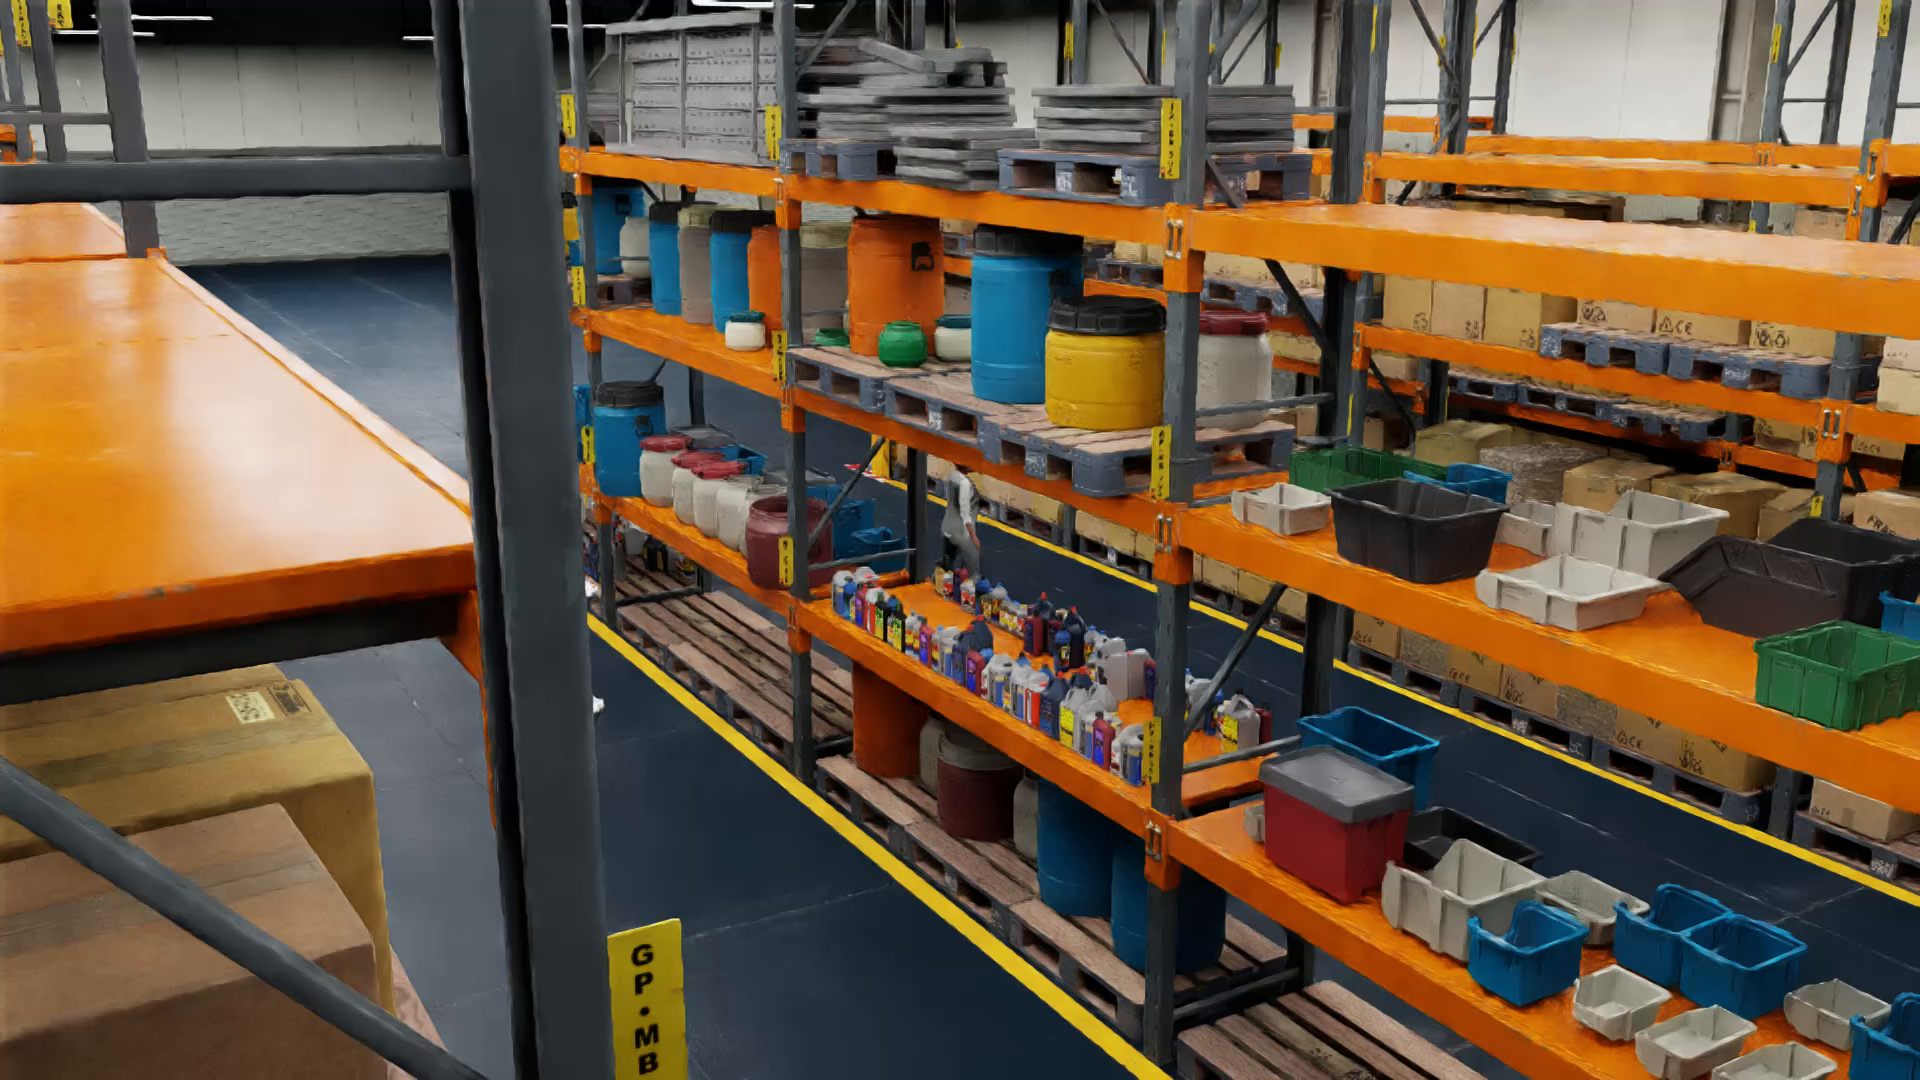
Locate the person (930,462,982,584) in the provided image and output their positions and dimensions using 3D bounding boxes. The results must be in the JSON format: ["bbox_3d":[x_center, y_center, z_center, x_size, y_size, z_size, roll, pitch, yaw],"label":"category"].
[{"bbox_3d":[-0.004,-0.053,14.753,0.568,1.587,0.511,-6,16,-22],"label":"person"}]
